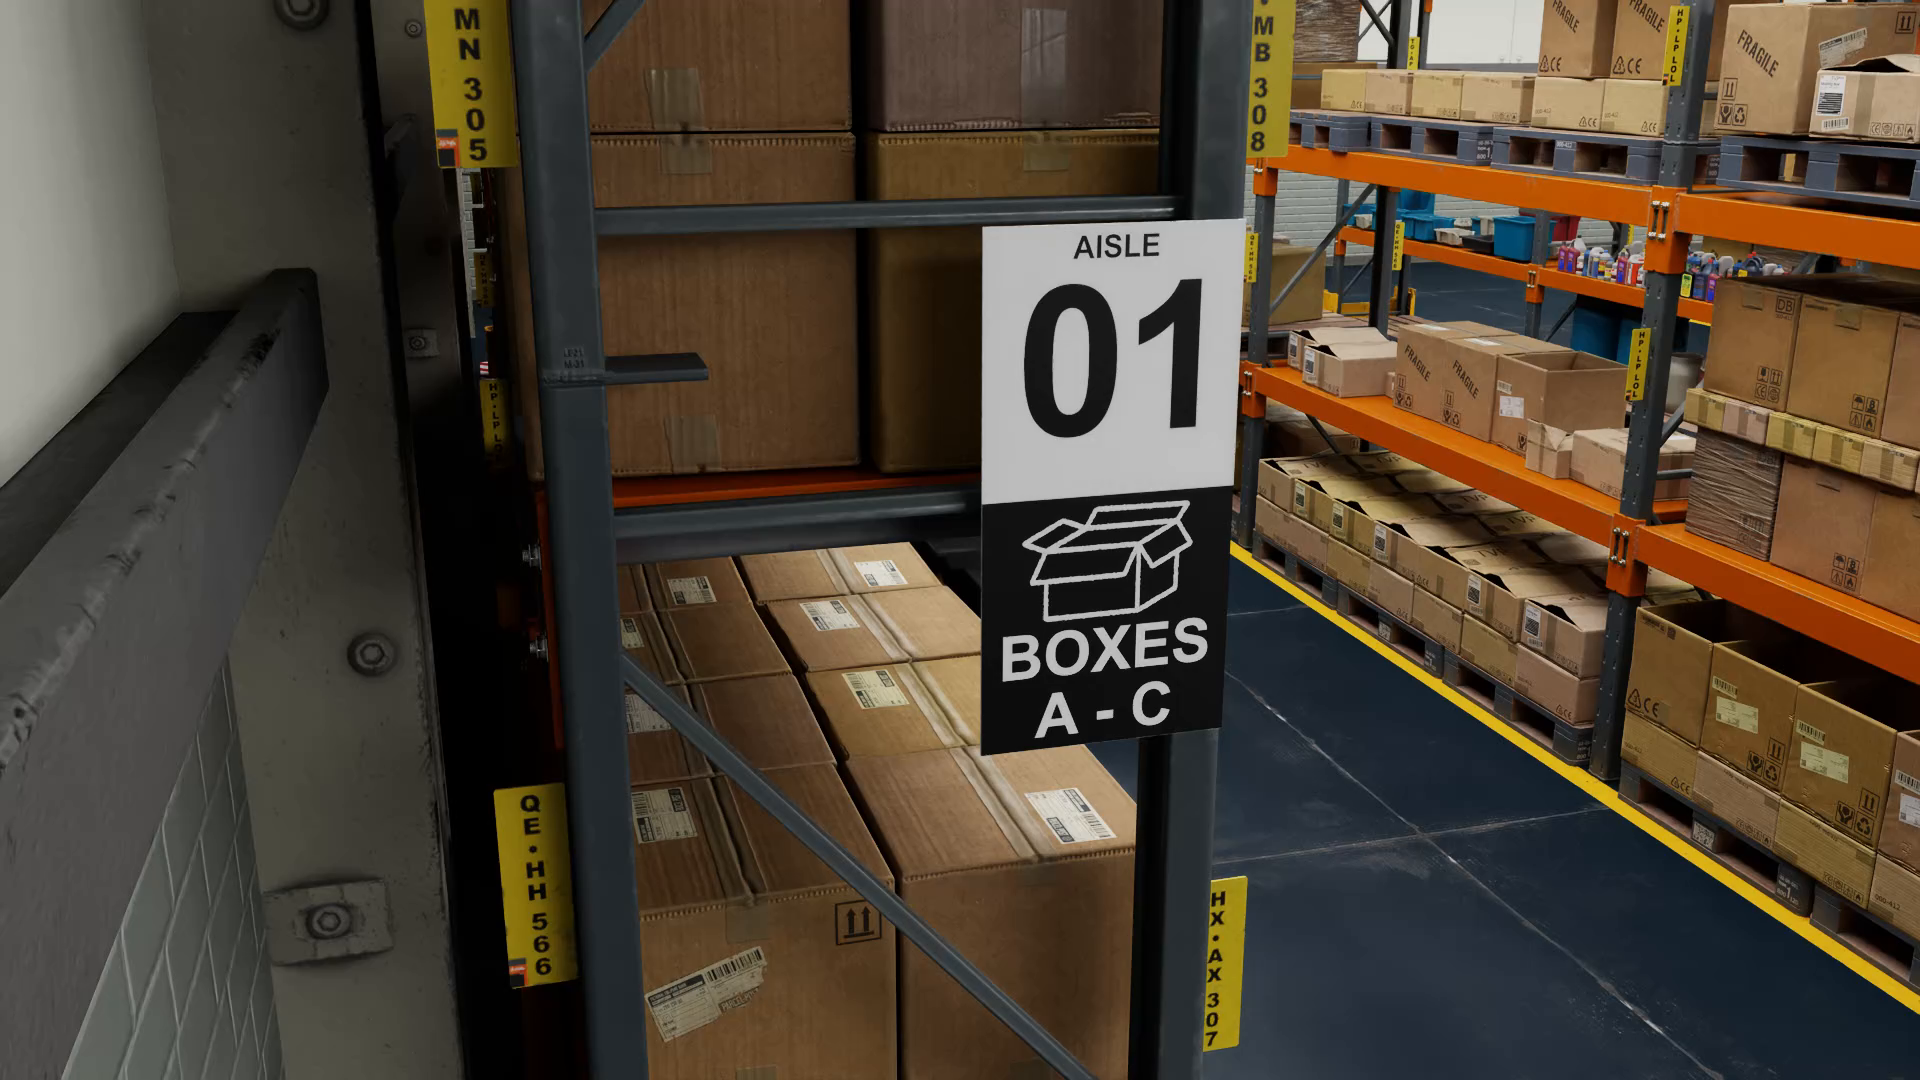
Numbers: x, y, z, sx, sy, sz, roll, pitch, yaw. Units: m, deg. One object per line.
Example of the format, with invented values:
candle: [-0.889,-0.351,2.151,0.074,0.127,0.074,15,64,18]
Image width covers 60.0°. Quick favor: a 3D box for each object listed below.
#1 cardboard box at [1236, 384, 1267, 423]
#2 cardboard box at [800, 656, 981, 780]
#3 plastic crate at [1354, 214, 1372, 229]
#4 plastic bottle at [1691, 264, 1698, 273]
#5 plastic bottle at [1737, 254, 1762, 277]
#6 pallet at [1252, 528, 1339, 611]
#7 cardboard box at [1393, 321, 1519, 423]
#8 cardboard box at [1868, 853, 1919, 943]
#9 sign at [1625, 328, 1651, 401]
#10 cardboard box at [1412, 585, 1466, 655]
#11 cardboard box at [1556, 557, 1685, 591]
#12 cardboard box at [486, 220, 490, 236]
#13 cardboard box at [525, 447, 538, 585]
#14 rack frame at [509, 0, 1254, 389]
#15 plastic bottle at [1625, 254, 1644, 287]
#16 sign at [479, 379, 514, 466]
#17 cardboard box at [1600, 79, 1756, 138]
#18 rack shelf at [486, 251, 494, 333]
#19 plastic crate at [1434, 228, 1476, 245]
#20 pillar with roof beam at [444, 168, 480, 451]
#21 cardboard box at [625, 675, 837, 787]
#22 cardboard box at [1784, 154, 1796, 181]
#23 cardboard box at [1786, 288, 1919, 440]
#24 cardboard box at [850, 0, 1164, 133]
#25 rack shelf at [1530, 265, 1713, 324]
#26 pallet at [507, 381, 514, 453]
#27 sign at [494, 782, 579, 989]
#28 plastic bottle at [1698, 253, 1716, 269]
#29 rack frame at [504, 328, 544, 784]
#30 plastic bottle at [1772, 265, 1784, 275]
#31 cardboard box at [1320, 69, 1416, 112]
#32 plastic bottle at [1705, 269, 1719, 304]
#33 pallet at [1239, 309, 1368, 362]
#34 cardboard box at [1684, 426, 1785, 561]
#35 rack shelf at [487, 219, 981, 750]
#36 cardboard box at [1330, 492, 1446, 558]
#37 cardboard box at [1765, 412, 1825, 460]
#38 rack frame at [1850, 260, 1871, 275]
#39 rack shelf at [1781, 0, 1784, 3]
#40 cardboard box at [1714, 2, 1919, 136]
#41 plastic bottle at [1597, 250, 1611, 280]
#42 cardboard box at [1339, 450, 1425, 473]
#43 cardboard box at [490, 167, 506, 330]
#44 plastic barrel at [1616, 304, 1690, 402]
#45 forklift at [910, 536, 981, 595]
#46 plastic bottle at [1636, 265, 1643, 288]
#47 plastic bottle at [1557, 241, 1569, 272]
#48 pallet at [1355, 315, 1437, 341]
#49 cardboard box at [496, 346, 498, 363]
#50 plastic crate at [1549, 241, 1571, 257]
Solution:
cardboard box: [1.973,-1.052,12.518,0.500,0.250,0.500,-4,17,-13]
cardboard box: [-0.056,0.591,3.693,0.500,0.500,0.500,-5,17,-15]
plastic crate: [4.800,-3.740,19.545,0.250,0.136,0.298,-5,17,-15]
plastic bottle: [6.375,-2.246,14.418,0.061,0.283,0.133,-5,17,-15]
plastic bottle: [6.901,-2.315,14.531,0.144,0.351,0.185,-5,17,-15]
pallet: [2.664,0.142,11.112,1.003,0.211,1.213,-5,17,-15]
cardboard box: [2.952,-1.009,9.924,0.500,0.500,0.500,-6,18,-18]
cardboard box: [3.819,1.365,6.242,0.500,0.250,0.500,-5,17,-15]
sign: [3.056,-0.789,7.489,0.100,0.325,0.005,-5,17,-15]
cardboard box: [2.904,0.425,9.374,0.500,0.250,0.500,-4,17,-14]
cardboard box: [3.568,0.257,8.959,0.500,0.311,0.500,-5,17,-16]
cardboard box: [-3.078,-2.122,11.773,0.500,0.250,0.500,-5,17,-17]
cardboard box: [-1.259,-0.075,5.912,0.500,0.500,0.500,-5,17,-17]
rack frame: [-0.088,-1.692,1.942,1.000,3.000,0.127,-5,17,-15]
plastic bottle: [6.155,-2.448,15.102,0.152,0.276,0.135,-5,17,-15]
sign: [-1.720,-0.435,6.173,0.100,0.325,0.005,-5,17,-15]
cardboard box: [3.415,-2.055,7.895,0.500,0.250,0.500,-3,17,-9]
rack shelf: [-3.935,-2.347,15.801,1.077,0.370,4.000,-5,17,-15]
plastic crate: [5.372,-3.282,18.017,0.293,0.136,0.466,-5,17,-15]
pillar with roof beam: [-0.271,-5.477,14.542,9.100,9.000,0.400,-5,17,-15]
cardboard box: [-0.551,0.631,3.560,0.500,0.500,0.500,-4,17,-15]
cardboard box: [9.961,-4.414,19.872,0.500,0.500,0.500,-5,17,-17]
cardboard box: [3.843,-0.725,6.723,0.700,0.500,0.500,-5,17,-15]
cardboard box: [0.040,-0.917,2.631,0.500,0.500,0.500,-6,18,-19]
rack shelf: [6.690,-2.023,14.725,1.077,0.370,4.000,-5,17,-15]
pallet: [-1.988,-0.751,9.571,1.213,0.211,1.003,-5,17,-15]
sign: [-0.627,0.514,2.466,0.100,0.325,0.005,-5,17,-15]
plastic bottle: [6.835,-2.501,15.278,0.152,0.276,0.135,-5,17,-15]
rack frame: [-1.187,0.075,6.489,1.000,3.000,0.127,-5,17,-15]
plastic bottle: [7.108,-2.252,14.459,0.097,0.271,0.097,0,17,0]
cardboard box: [2.654,-2.869,10.606,0.500,0.250,0.500,-6,18,-19]
plastic bottle: [6.404,-2.153,14.109,0.061,0.283,0.133,-5,17,-15]
pallet: [2.222,-1.514,12.113,1.213,0.211,1.003,-5,17,-15]
cardboard box: [3.703,-0.243,7.375,0.700,0.500,0.500,-5,17,-17]
rack shelf: [-0.638,-0.464,4.319,1.077,0.370,4.000,-5,17,-15]
cardboard box: [2.627,-0.123,10.222,0.500,0.311,0.500,-5,17,-17]
cardboard box: [3.604,-0.446,6.921,0.380,0.149,0.250,-5,17,-17]
rack frame: [7.239,-1.815,12.780,1.000,3.000,0.127,-5,17,-15]
rack shelf: [10.353,-6.203,18.906,1.077,0.370,4.000,-5,17,-15]
cardboard box: [3.460,-1.910,6.736,0.500,0.500,0.500,-3,17,-11]
plastic bottle: [6.007,-2.566,15.504,0.097,0.271,0.097,0,17,0]
cardboard box: [2.856,-0.452,11.316,0.500,0.311,0.500,-4,17,-14]
cardboard box: [-0.735,-0.686,3.598,0.500,0.500,0.500,-5,18,-18]
plastic barrel: [6.468,-1.770,15.547,0.600,0.901,0.708,-5,17,-15]
forklift: [0.250,-1.156,10.705,1.130,2.935,3.031,-4,17,-14]
plastic bottle: [6.161,-2.378,14.998,0.097,0.201,0.097,0,17,0]
plastic bottle: [5.830,-2.730,16.030,0.061,0.283,0.133,-5,17,-15]
pallet: [5.230,-2.461,19.778,1.003,0.211,1.213,-5,17,-15]
cardboard box: [-2.964,-1.268,11.360,0.380,0.149,0.250,-5,17,-17]
plastic crate: [6.149,-2.964,16.958,0.396,0.136,0.243,-5,17,-15]
